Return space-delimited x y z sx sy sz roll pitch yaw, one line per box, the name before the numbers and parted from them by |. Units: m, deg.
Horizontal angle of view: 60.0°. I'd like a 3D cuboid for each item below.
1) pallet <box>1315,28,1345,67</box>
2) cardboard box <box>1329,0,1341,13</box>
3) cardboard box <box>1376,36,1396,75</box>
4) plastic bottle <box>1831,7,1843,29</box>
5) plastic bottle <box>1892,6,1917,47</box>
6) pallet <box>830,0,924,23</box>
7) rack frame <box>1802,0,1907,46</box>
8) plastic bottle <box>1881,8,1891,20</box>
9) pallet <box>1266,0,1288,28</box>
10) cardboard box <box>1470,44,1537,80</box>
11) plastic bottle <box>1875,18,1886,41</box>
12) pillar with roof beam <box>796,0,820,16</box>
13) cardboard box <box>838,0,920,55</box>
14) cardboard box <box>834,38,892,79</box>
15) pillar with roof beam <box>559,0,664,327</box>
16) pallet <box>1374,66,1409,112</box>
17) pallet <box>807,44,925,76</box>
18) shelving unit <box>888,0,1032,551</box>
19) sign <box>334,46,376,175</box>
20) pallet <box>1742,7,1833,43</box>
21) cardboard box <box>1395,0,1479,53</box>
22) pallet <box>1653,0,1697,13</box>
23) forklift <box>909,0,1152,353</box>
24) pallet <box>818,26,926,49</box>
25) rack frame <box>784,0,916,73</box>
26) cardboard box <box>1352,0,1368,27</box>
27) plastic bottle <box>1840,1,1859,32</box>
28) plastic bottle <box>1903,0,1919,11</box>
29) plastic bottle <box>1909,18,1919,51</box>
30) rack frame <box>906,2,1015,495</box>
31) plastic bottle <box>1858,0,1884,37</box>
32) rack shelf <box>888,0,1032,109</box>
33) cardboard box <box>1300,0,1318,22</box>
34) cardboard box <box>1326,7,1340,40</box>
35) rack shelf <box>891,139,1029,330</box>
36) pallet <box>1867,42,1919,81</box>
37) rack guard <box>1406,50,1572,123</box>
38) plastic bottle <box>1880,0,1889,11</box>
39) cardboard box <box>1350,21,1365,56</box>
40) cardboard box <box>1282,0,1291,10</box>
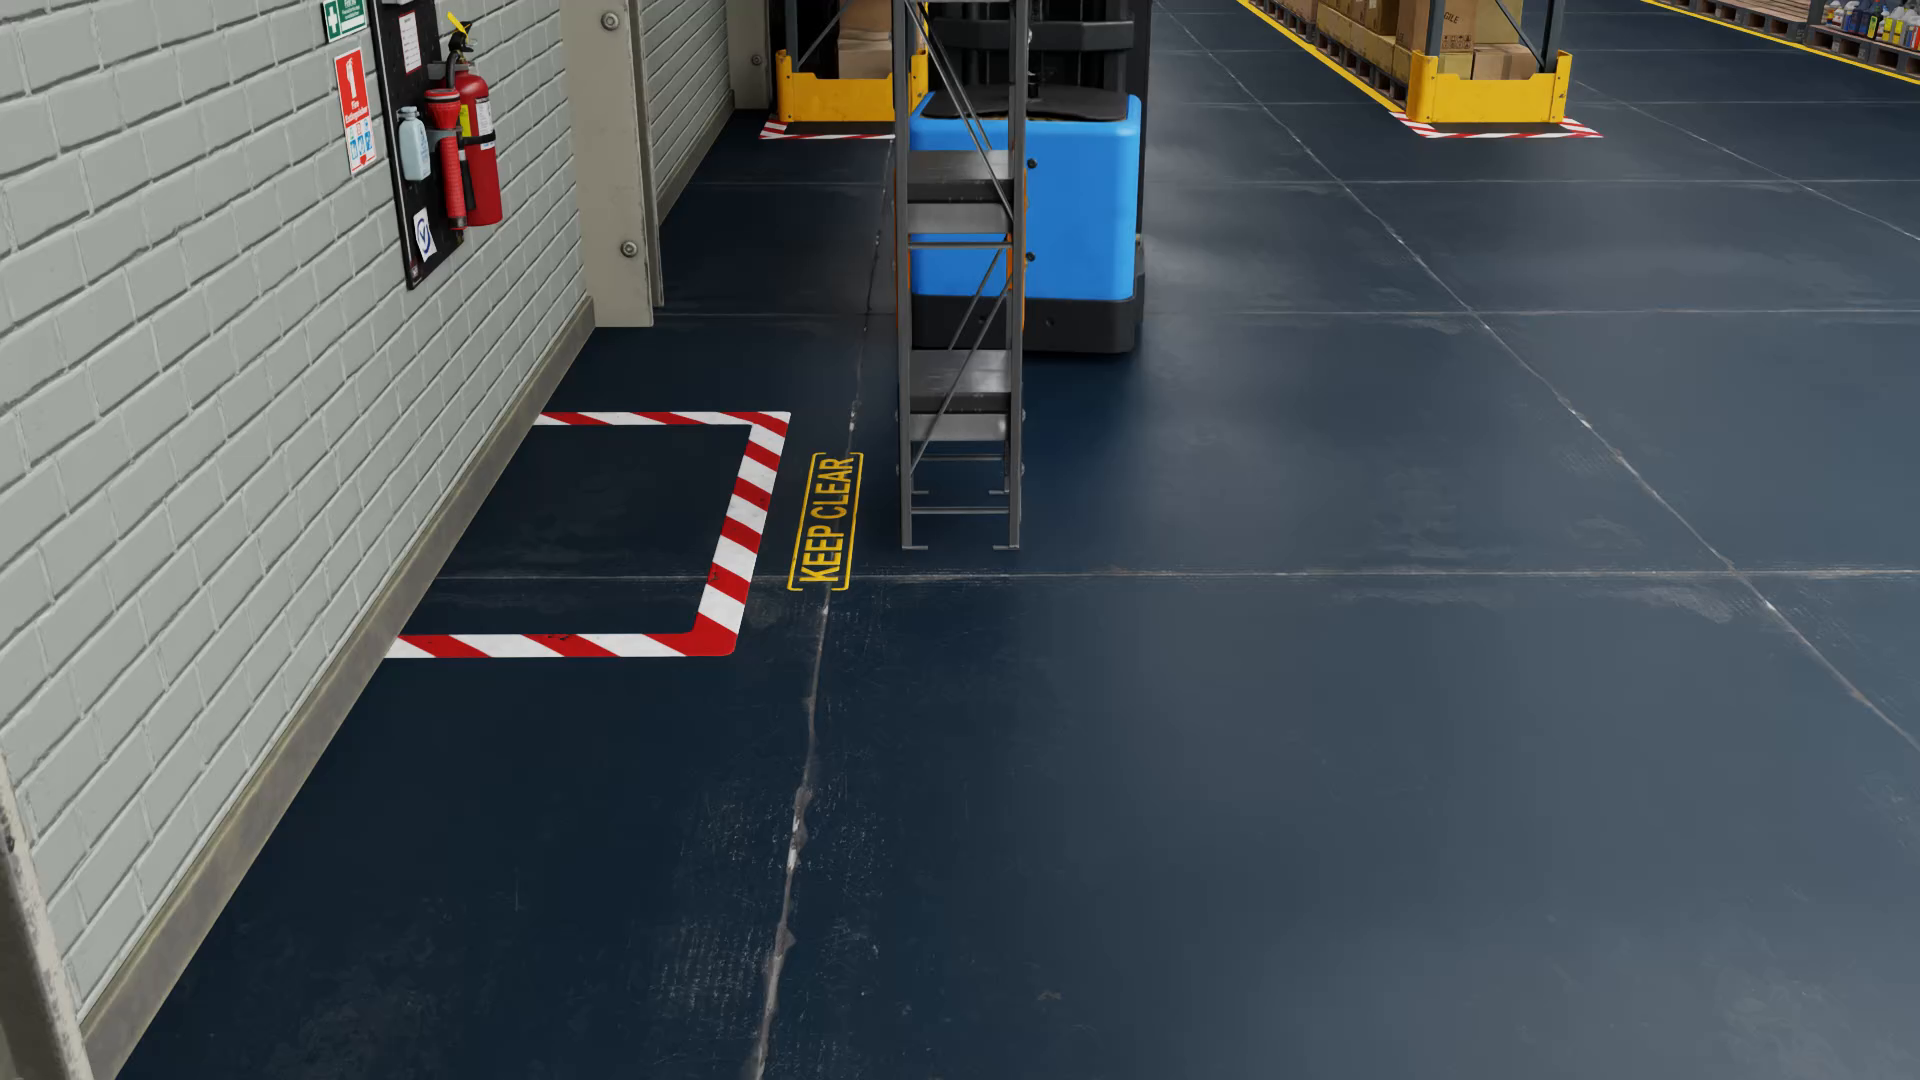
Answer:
pallet | 4.039 -4.740 15.973 1.003 0.211 1.213 0 24 -1
cardboard box | 3.778 -5.220 15.568 0.500 0.500 0.500 0 24 -1
cardboard box | 3.798 -4.054 13.900 0.500 0.250 0.500 0 24 -1
plastic bottle | 8.592 -5.109 16.268 0.097 0.201 0.097 0 24 0
plastic bottle | 8.628 -4.688 15.156 0.144 0.351 0.185 1 24 2
pallet | -0.907 -5.868 18.469 1.003 0.211 1.213 0 24 -1
rack frame | 9.026 -6.359 16.170 1.000 3.000 0.127 0 24 -1
plastic bottle | 8.661 -4.843 15.596 0.097 0.271 0.097 0 24 0
pallet | 4.009 -5.875 18.483 1.003 0.211 1.213 0 24 -1
cardboard box | 4.333 -3.850 13.450 0.500 0.250 0.500 0 24 -1
plastic bottle | 8.601 -4.755 15.486 0.097 0.201 0.097 0 24 0
pillar with roof beam | 2.530 -10.176 17.329 9.100 9.000 0.400 0 24 -1
cardboard box | -0.719 -4.550 14.671 0.700 0.500 0.500 -2 24 -4
cardboard box | -0.755 -3.927 13.521 0.500 0.311 0.500 -3 25 -7
pillar with roof beam | 2.661 -5.231 6.396 9.100 9.000 0.400 0 24 -1
pallet | 4.066 -3.734 13.750 1.003 0.211 1.213 0 24 -1
pallet | -0.822 -4.263 14.920 1.003 0.211 1.213 0 24 -1
shelving unit | -0.002 -1.025 5.468 0.431 2.100 0.503 0 24 -1
sign | -1.752 -1.248 4.825 0.001 0.329 0.234 0 24 -1
pallet | 8.978 -5.412 17.459 1.003 0.211 1.213 0 24 -1
cardboard box | 3.813 -4.190 13.291 0.500 0.500 0.500 0 24 -1
pallet | 8.952 -6.417 19.682 1.003 0.211 1.213 0 24 -1
forklift | 0.411 -2.740 8.252 1.130 2.935 3.031 3 24 6
pallet | -0.838 -4.767 16.034 1.003 0.211 1.213 0 24 -1
rack frame | -0.837 -4.666 12.427 1.000 3.000 0.127 0 24 -1
cardboard box | 3.783 -4.808 14.657 0.500 0.500 0.500 0 24 -1
plastic bottle | 8.622 -5.052 16.051 0.152 0.276 0.135 1 24 1
plastic bottle | 9.177 -5.088 16.039 0.144 0.351 0.185 0 24 -1
plastic bottle | 8.636 -4.529 14.895 0.152 0.276 0.135 0 24 0
rack frame | -0.004 -1.125 5.690 0.400 2.100 0.015 0 24 -1
plastic bottle | 8.622 -4.940 15.713 0.144 0.351 0.185 -1 24 -3
rack shelf | -0.002 -1.650 5.185 0.431 0.518 0.480 0 24 -1
cardboard box | 3.778 -5.446 16.979 0.500 0.250 0.500 0 24 -1
cardboard box | 3.775 -4.878 15.723 0.500 0.250 0.500 0 24 -1
rack shelf | -0.002 -1.012 5.474 0.431 0.518 0.480 0 24 -1
pallet | 9.008 -4.307 15.018 1.003 0.211 1.213 0 24 -1
rack guard | 4.117 -3.541 12.973 1.175 0.500 0.348 0 24 -1
plastic bottle | 8.764 -5.018 15.887 0.144 0.351 0.185 0 24 -1
cardboard box | 3.787 -4.466 14.812 0.500 0.250 0.500 0 24 -1
cardboard box | 3.769 -5.865 17.906 0.500 0.250 0.500 0 24 1
